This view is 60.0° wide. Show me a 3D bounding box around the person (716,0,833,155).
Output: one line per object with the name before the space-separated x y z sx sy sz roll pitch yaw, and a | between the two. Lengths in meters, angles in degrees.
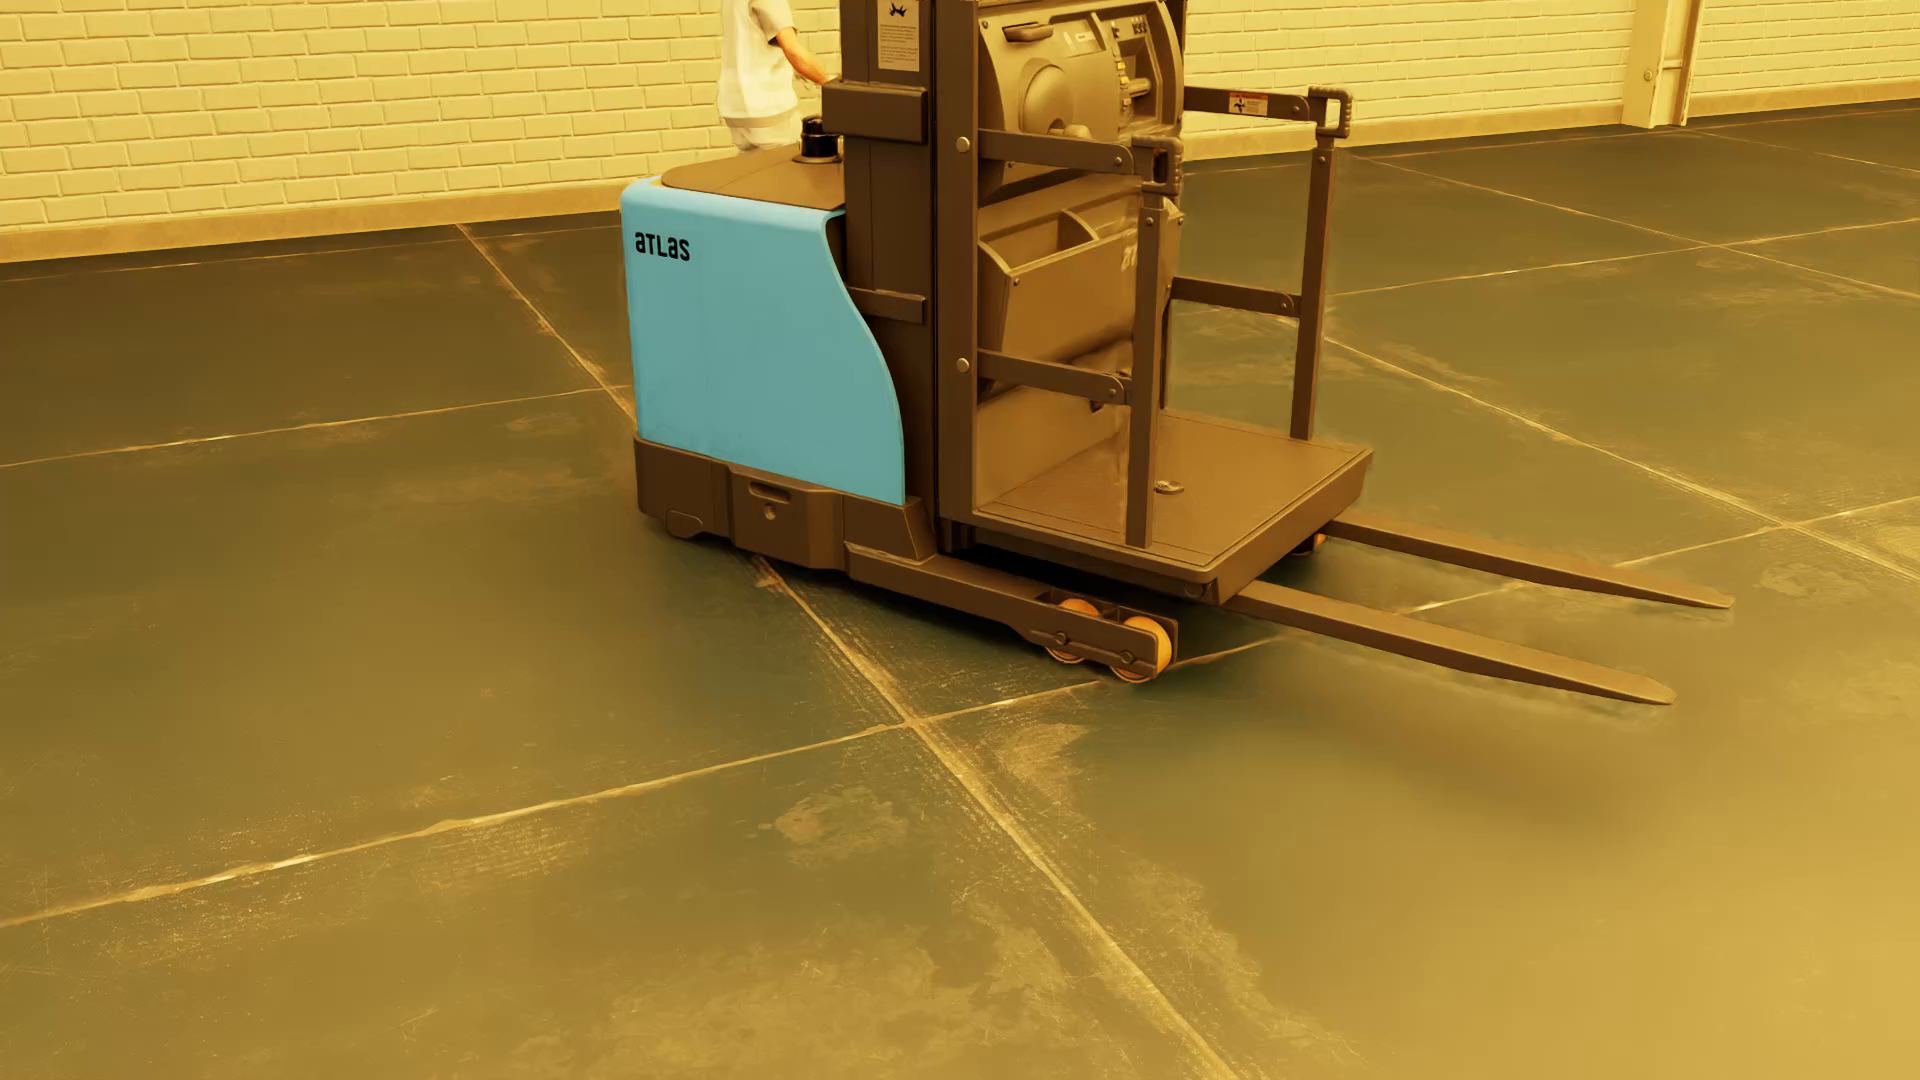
person | -0.774 -1.992 7.702 0.726 1.686 0.821 -18 29 -37

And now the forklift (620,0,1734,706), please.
forklift | 0.504 -1.221 4.226 3.031 2.935 1.130 15 27 31
